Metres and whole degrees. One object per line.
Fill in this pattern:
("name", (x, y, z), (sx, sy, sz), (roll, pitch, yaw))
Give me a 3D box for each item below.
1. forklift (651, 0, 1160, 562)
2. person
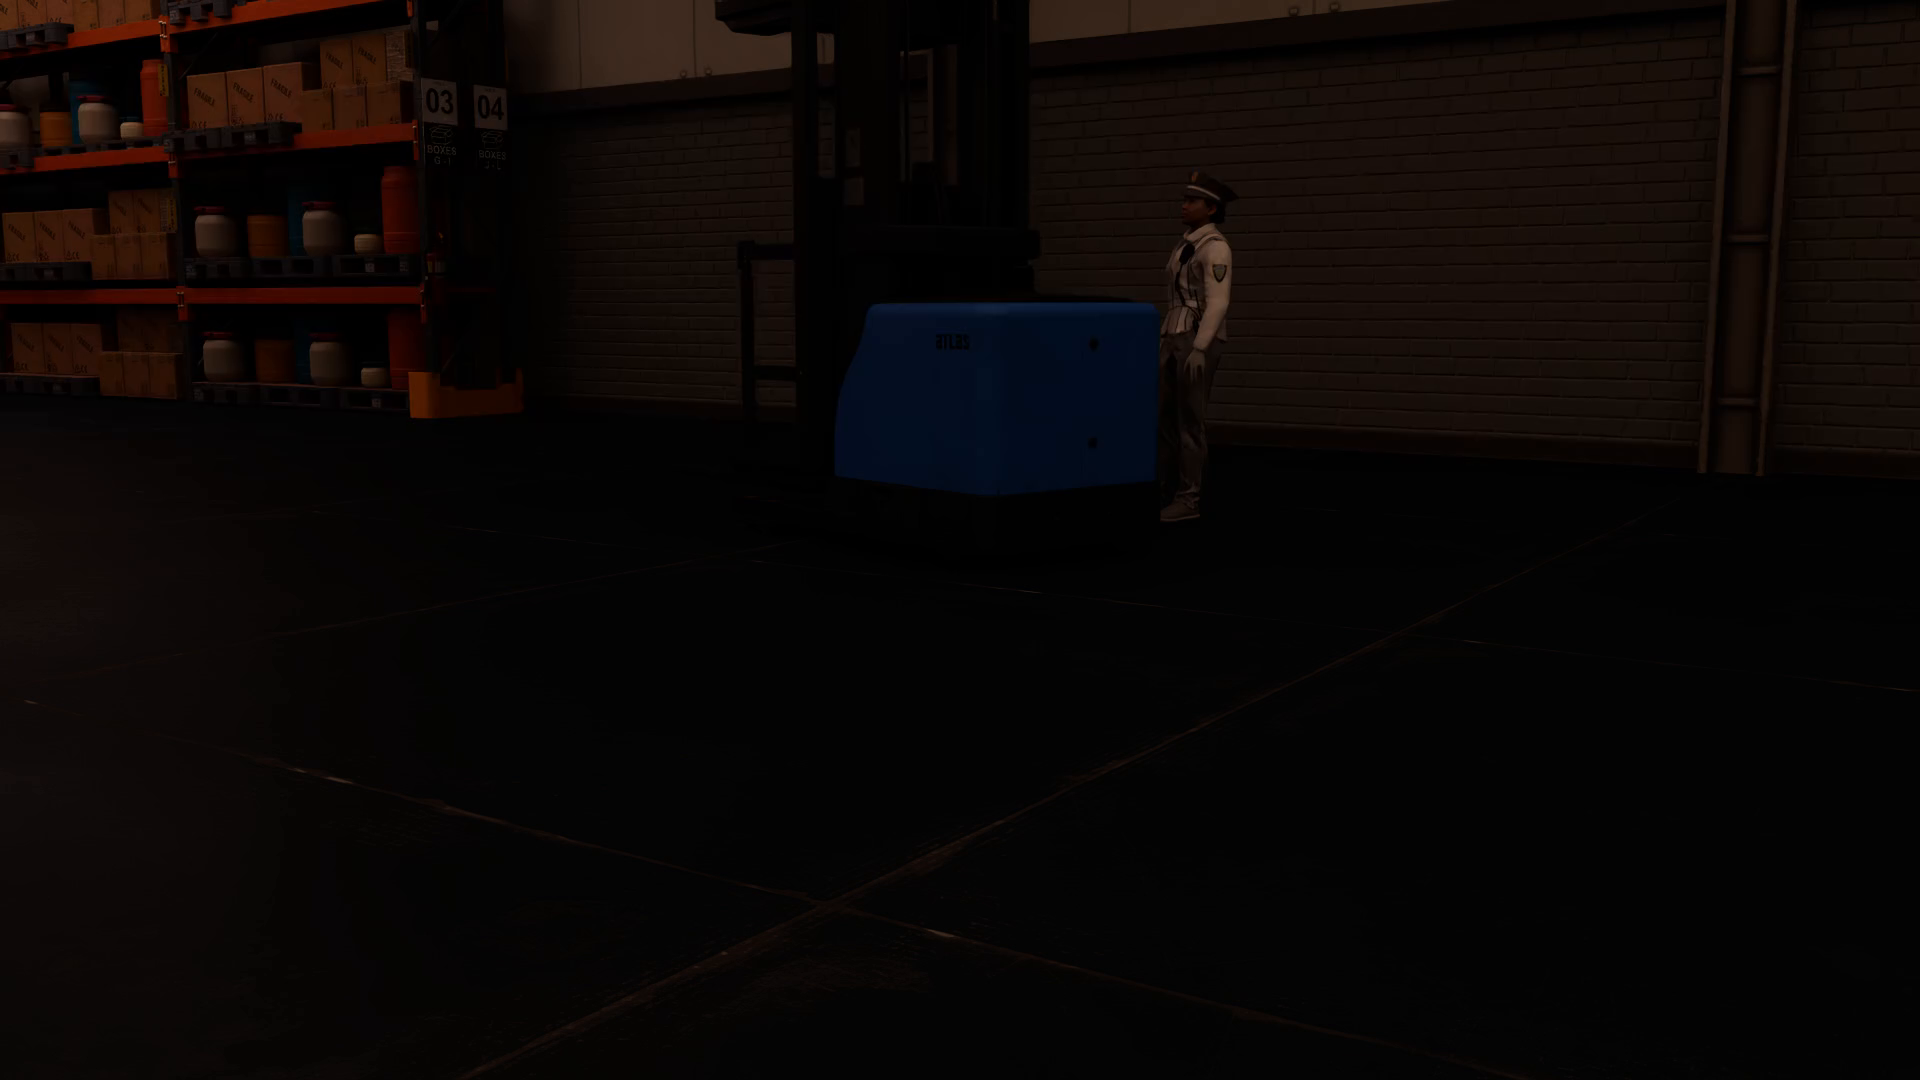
("forklift", (-0.453, -1.521, 7.889), (1.130, 2.935, 3.031), (-7, 10, -39))
("person", (1.052, -0.930, 8.072), (0.530, 1.694, 0.586), (-2, 8, -12))
